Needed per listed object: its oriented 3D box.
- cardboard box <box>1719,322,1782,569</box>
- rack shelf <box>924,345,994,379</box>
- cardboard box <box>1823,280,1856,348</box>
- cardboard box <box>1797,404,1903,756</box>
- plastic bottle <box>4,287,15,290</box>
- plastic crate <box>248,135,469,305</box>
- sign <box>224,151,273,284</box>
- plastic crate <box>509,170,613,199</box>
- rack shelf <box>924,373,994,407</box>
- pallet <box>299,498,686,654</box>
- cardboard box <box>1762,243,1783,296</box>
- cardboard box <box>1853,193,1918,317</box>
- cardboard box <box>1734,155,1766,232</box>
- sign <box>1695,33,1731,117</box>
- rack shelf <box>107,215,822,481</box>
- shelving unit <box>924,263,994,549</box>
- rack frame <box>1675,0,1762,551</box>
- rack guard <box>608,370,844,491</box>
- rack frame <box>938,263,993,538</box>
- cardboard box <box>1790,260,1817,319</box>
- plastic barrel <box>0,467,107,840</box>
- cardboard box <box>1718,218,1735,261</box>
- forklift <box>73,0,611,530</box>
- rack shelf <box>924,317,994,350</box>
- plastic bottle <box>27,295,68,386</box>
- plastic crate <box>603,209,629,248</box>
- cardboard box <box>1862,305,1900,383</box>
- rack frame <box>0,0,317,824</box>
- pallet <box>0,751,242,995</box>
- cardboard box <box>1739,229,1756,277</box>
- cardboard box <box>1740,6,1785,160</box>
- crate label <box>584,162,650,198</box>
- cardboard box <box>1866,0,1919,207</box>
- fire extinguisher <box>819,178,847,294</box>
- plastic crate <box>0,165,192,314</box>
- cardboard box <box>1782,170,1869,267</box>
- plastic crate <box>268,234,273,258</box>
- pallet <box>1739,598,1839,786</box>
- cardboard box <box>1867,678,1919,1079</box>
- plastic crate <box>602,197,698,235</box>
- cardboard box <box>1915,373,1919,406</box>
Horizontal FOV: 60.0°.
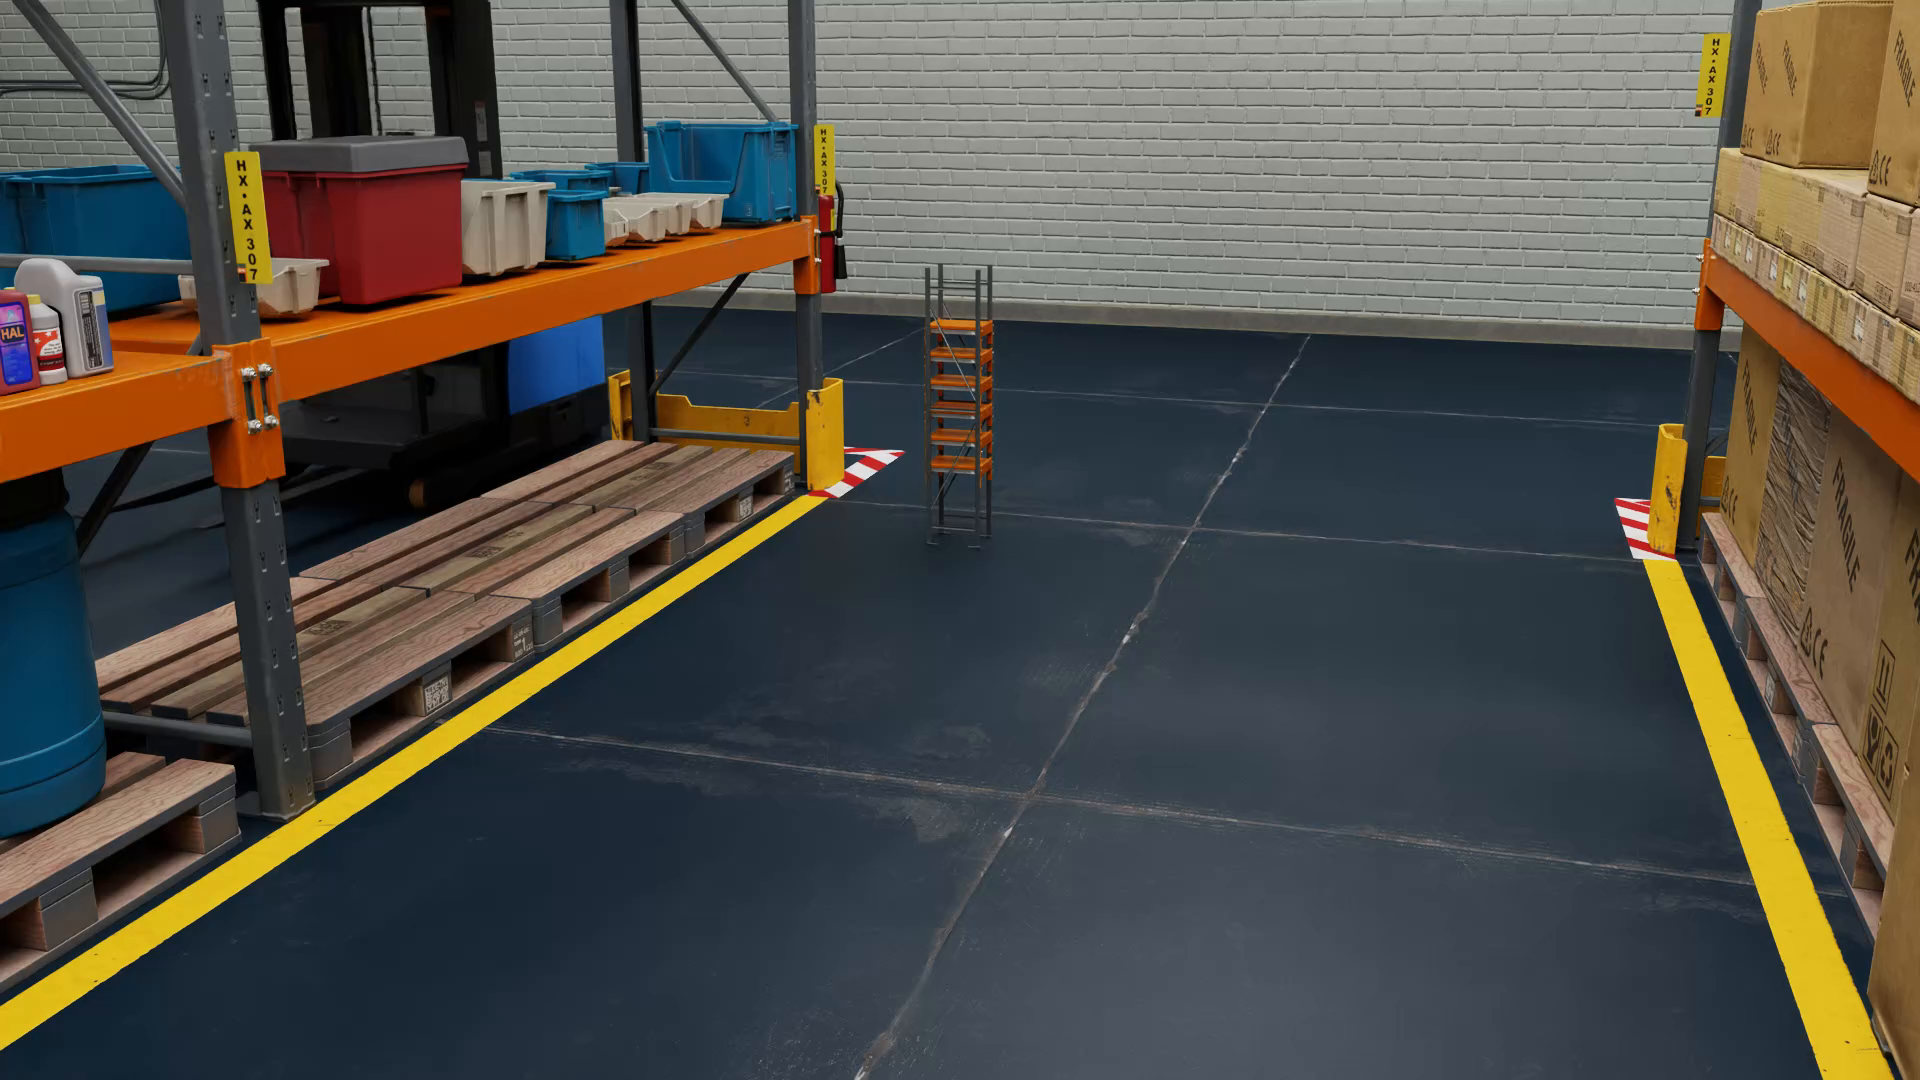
[{"bbox_3d":[3.469,-0.386,6.317,0.875,0.875,0.875,5,16,16],"label":"cardboard box"},{"bbox_3d":[-0.004,-0.762,7.099,0.258,0.103,0.180,5,16,16],"label":"rack shelf"},{"bbox_3d":[2.502,-0.587,4.361,0.380,0.149,0.250,5,17,17],"label":"cardboard box"},{"bbox_3d":[2.958,0.085,4.657,0.875,0.875,0.875,5,16,16],"label":"cardboard box"},{"bbox_3d":[-2.238,-0.498,3.953,0.097,0.201,0.097,0,16,0],"label":"plastic bottle"},{"bbox_3d":[-1.817,-0.991,5.099,0.402,0.464,0.583,5,16,16],"label":"plastic crate"},{"bbox_3d":[-1.784,-0.807,4.171,0.100,0.325,0.005,5,16,16],"label":"sign"},{"bbox_3d":[-1.747,-1.501,7.320,0.416,0.233,0.300,5,16,16],"label":"plastic crate"},{"bbox_3d":[-0.004,-0.646,7.132,0.258,0.103,0.180,5,16,16],"label":"rack shelf"},{"bbox_3d":[-1.794,0.109,6.559,1.003,0.211,1.213,5,16,16],"label":"pallet"},{"bbox_3d":[2.794,-0.855,5.307,0.380,0.149,0.250,4,16,15],"label":"cardboard box"},{"bbox_3d":[2.456,-0.676,3.944,0.500,0.250,0.500,5,17,18],"label":"cardboard box"},{"bbox_3d":[3.038,-1.209,5.826,0.500,0.250,0.500,4,16,15],"label":"cardboard box"},{"bbox_3d":[3.044,-1.879,6.725,0.100,0.325,0.005,5,16,16],"label":"sign"},{"bbox_3d":[-1.743,-0.894,6.304,1.077,0.370,4.000,5,16,16],"label":"rack shelf"},{"bbox_3d":[-0.004,-0.573,7.152,0.258,1.200,0.189,5,16,16],"label":"shelving unit"},{"bbox_3d":[3.575,-1.380,6.696,1.000,3.000,0.127,5,16,16],"label":"rack frame"},{"bbox_3d":[-1.180,-0.568,8.417,1.175,0.500,0.348,5,16,16],"label":"rack guard"},{"bbox_3d":[0.022,-0.597,7.237,0.240,1.200,0.006,5,16,16],"label":"rack frame"},{"bbox_3d":[2.649,-0.720,4.832,0.380,0.149,0.250,5,17,17],"label":"cardboard box"},{"bbox_3d":[-2.482,0.231,4.093,0.600,0.901,0.708,5,16,16],"label":"plastic barrel"},{"bbox_3d":[3.086,-1.124,6.256,0.380,0.149,0.250,4,16,15],"label":"cardboard box"},{"bbox_3d":[-2.898,-1.664,7.826,1.130,2.935,3.031,5,17,17],"label":"forklift"},{"bbox_3d":[-0.004,-0.877,7.066,0.258,0.103,0.180,5,16,16],"label":"rack shelf"},{"bbox_3d":[-2.120,-0.461,3.822,0.097,0.201,0.097,0,16,0],"label":"plastic bottle"},{"bbox_3d":[-1.451,-1.210,6.472,0.298,0.136,0.250,5,16,16],"label":"plastic crate"},{"bbox_3d":[2.356,-0.452,3.886,0.380,0.149,0.250,4,16,15],"label":"cardboard box"},{"bbox_3d":[-2.311,-0.717,4.361,1.000,3.000,0.127,5,16,16],"label":"rack frame"},{"bbox_3d":[-2.570,0.823,4.041,1.003,0.211,1.213,5,16,16],"label":"pallet"},{"bbox_3d":[2.940,-0.989,5.779,0.380,0.149,0.250,4,16,15],"label":"cardboard box"},{"bbox_3d":[3.037,-1.576,5.744,0.500,0.500,0.500,4,16,15],"label":"cardboard box"},{"bbox_3d":[-1.560,-1.673,7.928,0.416,0.233,0.303,5,16,16],"label":"crate label"},{"bbox_3d":[2.458,-1.037,3.843,0.500,0.500,0.500,5,17,16],"label":"cardboard box"},{"bbox_3d":[-0.696,-1.551,8.127,0.296,0.674,0.183,5,16,16],"label":"fire extinguisher"},{"bbox_3d":[-2.505,-0.887,4.879,0.392,0.384,0.575,5,16,16],"label":"plastic crate"},{"bbox_3d":[2.748,-0.941,4.881,0.500,0.250,0.500,4,16,15],"label":"cardboard box"},{"bbox_3d":[-2.250,-0.927,5.496,0.437,0.125,0.590,5,16,16],"label":"plastic crate"},{"bbox_3d":[3.074,0.495,5.196,1.003,0.211,1.213,5,16,16],"label":"pallet"},{"bbox_3d":[2.275,0.656,2.644,1.225,0.875,0.875,5,16,16],"label":"cardboard box"},{"bbox_3d":[-1.329,-1.364,7.013,0.396,0.136,0.243,5,16,16],"label":"plastic crate"},{"bbox_3d":[2.210,-0.317,3.412,0.380,0.149,0.250,5,17,16],"label":"cardboard box"}]
